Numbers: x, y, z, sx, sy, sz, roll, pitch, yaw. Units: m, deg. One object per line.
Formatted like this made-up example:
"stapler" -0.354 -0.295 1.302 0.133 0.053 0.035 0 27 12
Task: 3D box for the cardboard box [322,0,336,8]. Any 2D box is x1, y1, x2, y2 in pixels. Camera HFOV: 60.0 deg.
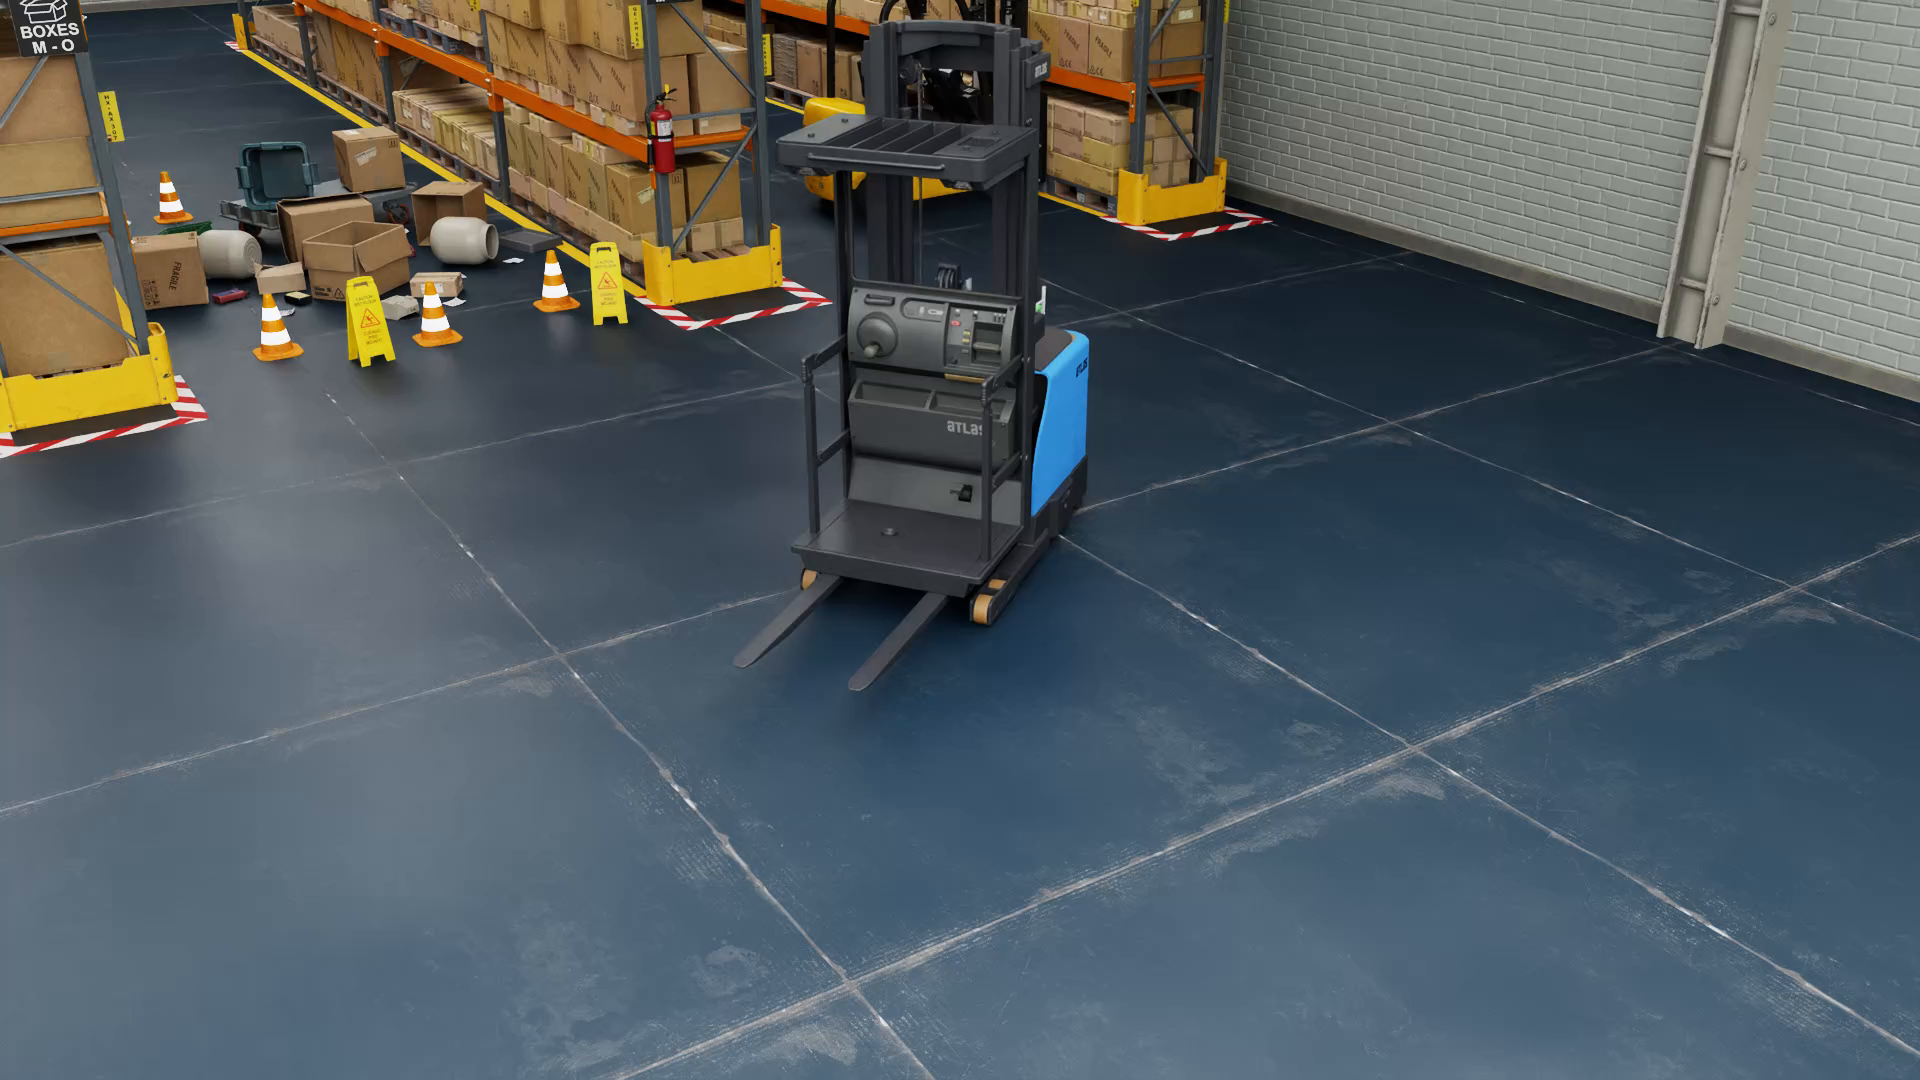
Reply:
"cardboard box" -7.773 -6.920 21.072 0.500 0.250 0.500 -16 30 -30

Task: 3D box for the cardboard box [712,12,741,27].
"cardboard box" -3.274 -7.347 23.475 0.380 0.149 0.250 -16 30 -30

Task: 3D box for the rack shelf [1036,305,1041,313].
"rack shelf" 0.246 -1.390 10.297 0.480 0.148 0.258 9 23 19

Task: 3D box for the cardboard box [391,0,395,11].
"cardboard box" -6.276 -6.137 19.039 0.380 0.149 0.250 -18 30 -33

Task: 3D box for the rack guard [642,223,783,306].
"rack guard" -2.098 -2.365 14.173 1.175 0.500 0.348 -16 29 -30

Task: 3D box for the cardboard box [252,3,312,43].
"cardboard box" -10.347 -8.009 25.711 0.875 0.438 0.875 -17 30 -31

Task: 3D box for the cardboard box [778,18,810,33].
"cardboard box" -2.291 -7.099 22.951 0.380 0.149 0.250 -14 29 -27

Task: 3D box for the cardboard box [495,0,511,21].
"cardboard box" -3.921 -5.135 15.476 0.700 0.500 0.500 -15 29 -29

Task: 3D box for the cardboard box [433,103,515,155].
"cardboard box" -5.305 -4.592 18.549 0.950 0.372 0.625 -14 29 -28

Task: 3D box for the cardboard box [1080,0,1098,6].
"cardboard box" 1.402 -5.346 16.336 0.380 0.149 0.250 -15 29 -28

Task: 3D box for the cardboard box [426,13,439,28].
"cardboard box" -5.561 -5.657 18.021 0.380 0.149 0.250 -15 29 -28

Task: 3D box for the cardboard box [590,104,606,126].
"cardboard box" -2.959 -3.685 14.336 0.380 0.149 0.250 -15 29 -29

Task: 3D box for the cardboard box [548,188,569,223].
"cardboard box" -3.552 -3.194 15.730 0.500 0.250 0.500 -16 30 -30

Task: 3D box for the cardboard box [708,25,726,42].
"cardboard box" -3.231 -7.016 23.534 0.500 0.500 0.500 -14 29 -27

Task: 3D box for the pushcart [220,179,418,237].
"pushcart" -6.124 -3.163 16.009 0.936 0.377 1.648 18 31 33

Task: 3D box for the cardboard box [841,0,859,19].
"cardboard box" -1.103 -6.471 20.120 0.500 0.250 0.500 -15 29 -29

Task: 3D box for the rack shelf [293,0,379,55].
"rack shelf" -7.516 -6.719 21.312 1.077 0.370 4.000 -16 29 -30

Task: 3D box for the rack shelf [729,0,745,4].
"rack shelf" -3.359 -7.877 23.765 1.077 0.370 4.000 -16 29 -30

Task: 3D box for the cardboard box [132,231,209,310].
"cardboard box" -6.625 -2.263 13.956 0.500 0.500 0.500 -10 27 -21

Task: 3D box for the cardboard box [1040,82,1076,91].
"cardboard box" 1.182 -4.785 17.929 0.500 0.250 0.500 -16 30 -31

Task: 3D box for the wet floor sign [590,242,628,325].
"wet floor sign" -2.850 -2.086 13.412 0.267 0.644 0.232 -6 26 -12

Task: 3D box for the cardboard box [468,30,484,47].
"cardboard box" -4.753 -5.094 16.830 0.380 0.149 0.250 -15 29 -29

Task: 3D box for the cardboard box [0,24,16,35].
"cardboard box" -6.889 -3.383 11.962 0.875 0.550 0.550 -16 29 -30

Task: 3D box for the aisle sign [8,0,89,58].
"aisle sign" -5.859 -3.498 10.601 0.394 0.787 0.004 -16 29 -30

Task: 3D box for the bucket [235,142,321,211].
"bucket" -6.327 -3.404 15.502 0.726 0.611 0.620 -6 16 -12

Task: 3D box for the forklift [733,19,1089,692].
"forklift" -0.229 -1.075 8.593 1.130 2.935 3.031 9 27 19

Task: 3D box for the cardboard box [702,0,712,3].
"cardboard box" -3.721 -8.029 24.920 0.380 0.149 0.250 -15 29 -29

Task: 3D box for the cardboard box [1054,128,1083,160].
"cardboard box" 1.307 -4.082 17.026 0.500 0.250 0.500 -16 30 -30

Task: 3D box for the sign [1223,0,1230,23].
"sign" 2.568 -5.180 16.103 0.100 0.325 0.005 -16 29 -30

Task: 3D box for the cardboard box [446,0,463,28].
"cardboard box" -4.957 -5.557 17.050 0.500 0.500 0.500 -15 29 -29

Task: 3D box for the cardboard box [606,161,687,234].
"cardboard box" -2.713 -2.979 14.398 0.500 0.500 0.500 -15 29 -29

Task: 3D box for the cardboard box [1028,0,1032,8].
"cardboard box" 0.894 -5.587 17.193 0.380 0.149 0.250 -16 30 -30

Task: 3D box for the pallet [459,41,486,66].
"pallet" -4.536 -5.119 17.305 1.003 0.211 1.213 -16 29 -30

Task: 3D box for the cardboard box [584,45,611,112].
"cardboard box" -2.854 -3.958 14.154 0.500 0.500 0.500 -15 29 -29

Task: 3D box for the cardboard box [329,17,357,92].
"cardboard box" -7.703 -6.465 21.927 0.875 0.875 0.875 -15 29 -28

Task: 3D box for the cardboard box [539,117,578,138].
"cardboard box" -3.695 -3.866 15.516 0.380 0.149 0.250 -14 29 -27

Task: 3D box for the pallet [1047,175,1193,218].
"pallet" 1.647 -3.629 17.189 1.003 0.211 1.213 -16 29 -30

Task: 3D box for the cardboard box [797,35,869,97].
"cardboard box" -1.575 -6.145 21.543 0.875 0.625 0.625 -14 29 -28

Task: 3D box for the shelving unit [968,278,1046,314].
"shelving unit" 0.235 -1.003 10.449 0.503 1.200 0.258 9 23 19

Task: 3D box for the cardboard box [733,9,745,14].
"cardboard box" -3.042 -7.549 23.904 0.380 0.149 0.250 -15 29 -29

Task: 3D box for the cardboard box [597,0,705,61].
"cardboard box" -2.519 -4.231 13.563 0.700 0.500 0.500 -16 30 -31

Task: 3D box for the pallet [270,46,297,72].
"pallet" -9.627 -7.226 24.809 1.003 0.211 1.213 -16 29 -30

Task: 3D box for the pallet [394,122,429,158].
"pallet" -5.999 -4.788 19.646 1.003 0.211 1.213 -16 29 -30

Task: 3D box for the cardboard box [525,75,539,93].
"cardboard box" -3.880 -4.335 15.713 0.380 0.149 0.250 -15 29 -28

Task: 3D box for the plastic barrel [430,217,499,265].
"plastic barrel" -4.453 -2.689 14.950 0.512 0.421 0.421 3 25 6

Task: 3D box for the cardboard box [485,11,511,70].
"cardboard box" -4.234 -4.856 16.057 0.500 0.500 0.500 -16 29 -30

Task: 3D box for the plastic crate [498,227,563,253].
"plastic crate" -4.070 -2.826 15.642 0.583 0.080 0.402 18 31 33

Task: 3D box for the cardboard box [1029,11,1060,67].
"cardboard box" 1.056 -5.157 17.043 0.500 0.500 0.500 -16 30 -31

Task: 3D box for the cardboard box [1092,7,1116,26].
"cardboard box" 1.511 -5.108 16.179 0.380 0.149 0.250 -15 29 -29

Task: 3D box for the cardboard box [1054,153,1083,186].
"cardboard box" 1.315 -3.847 17.114 0.500 0.250 0.500 -16 29 -30

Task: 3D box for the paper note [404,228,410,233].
"paper note" -5.381 -2.969 16.003 0.148 0.019 0.142 -16 29 -30

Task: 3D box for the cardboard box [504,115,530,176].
"cardboard box" -4.145 -3.910 16.370 0.500 0.500 0.500 -14 29 -27

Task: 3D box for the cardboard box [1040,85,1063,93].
"cardboard box" 0.749 -4.659 17.663 0.500 0.250 0.500 -16 30 -31

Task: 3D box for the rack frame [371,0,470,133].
"rack frame" -6.424 -6.329 19.643 1.000 3.000 0.127 -16 29 -30
